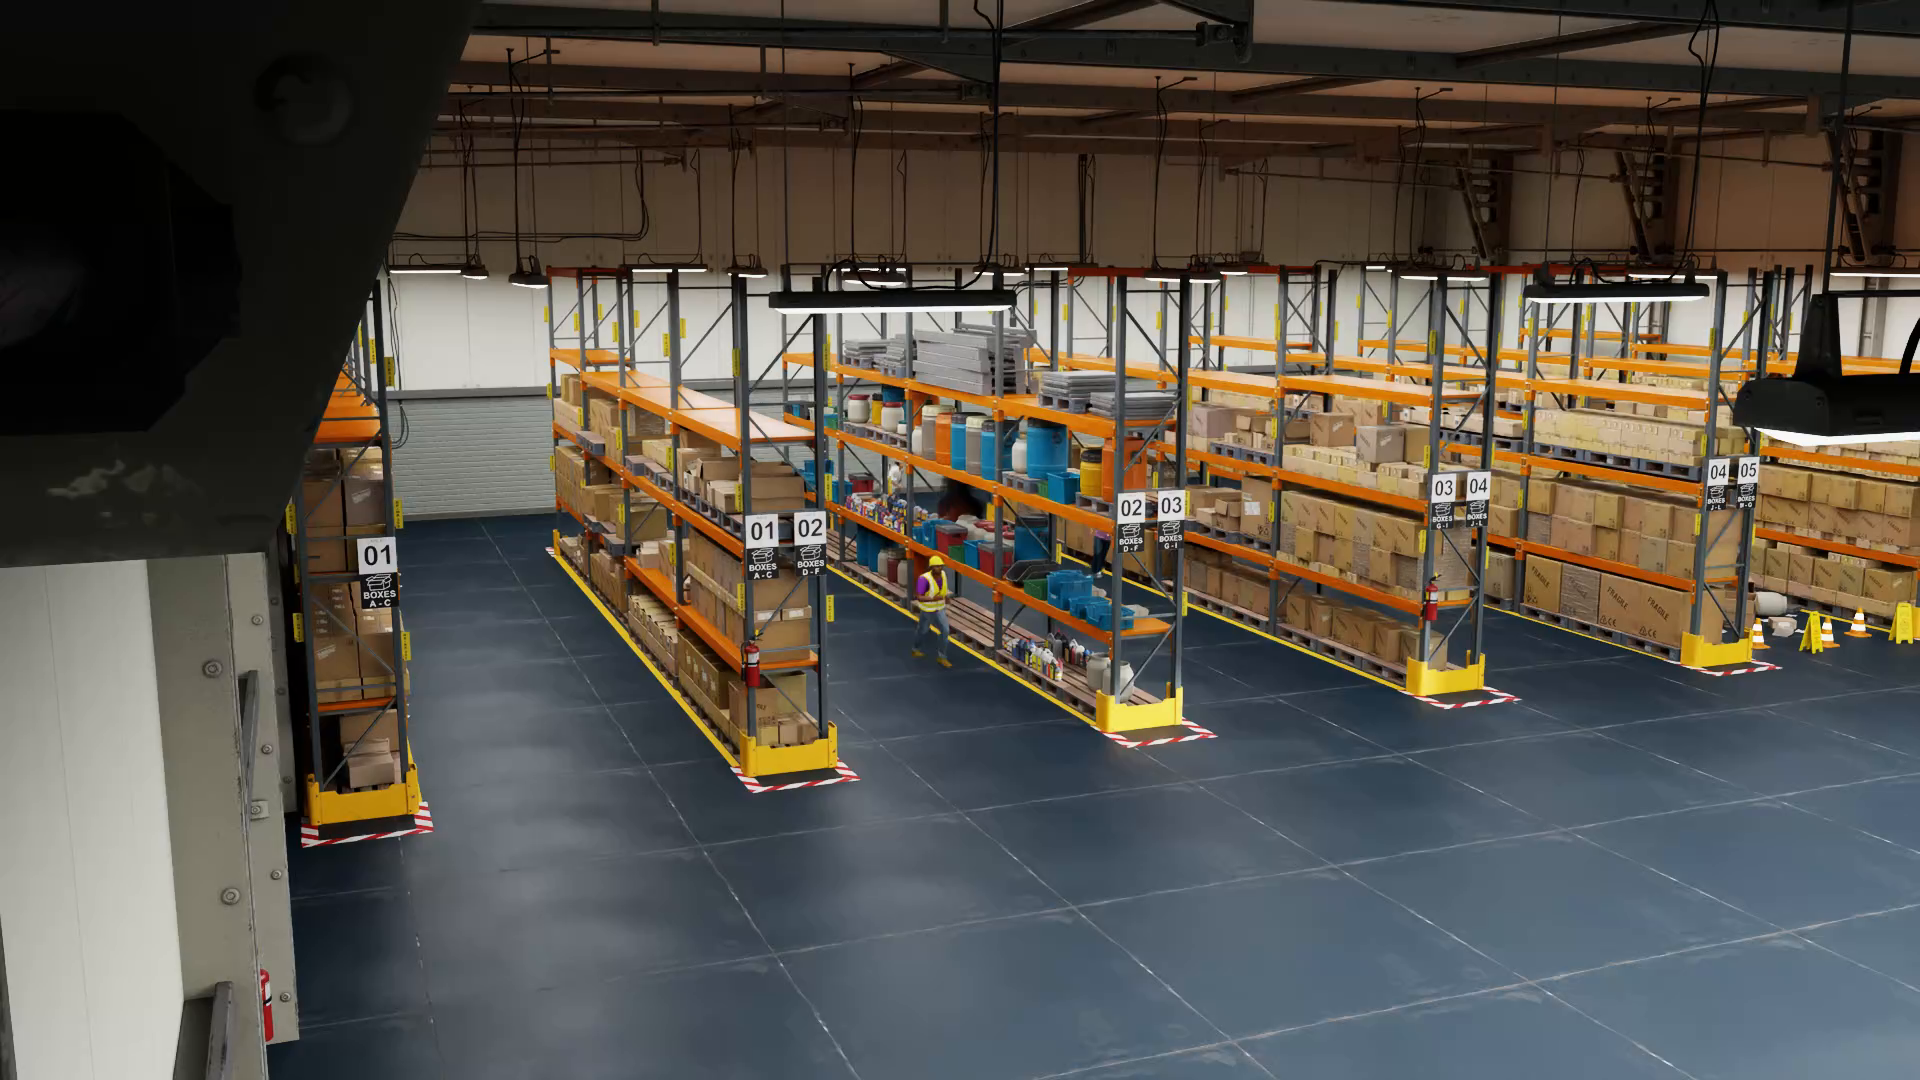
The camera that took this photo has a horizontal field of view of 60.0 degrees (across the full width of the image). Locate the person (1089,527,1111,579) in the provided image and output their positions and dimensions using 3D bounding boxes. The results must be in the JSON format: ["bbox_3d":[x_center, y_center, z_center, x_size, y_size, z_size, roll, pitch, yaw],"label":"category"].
[{"bbox_3d":[2.612,-0.014,30.494,0.593,1.601,0.735,0,10,0],"label":"person"}]

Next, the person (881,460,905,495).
[{"bbox_3d":[-1.689,-1.188,39.103,0.948,1.531,0.600,0,10,1],"label":"person"}]

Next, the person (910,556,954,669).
[{"bbox_3d":[-0.427,1.073,25.516,0.722,1.741,0.976,-6,12,-33],"label":"person"}]
